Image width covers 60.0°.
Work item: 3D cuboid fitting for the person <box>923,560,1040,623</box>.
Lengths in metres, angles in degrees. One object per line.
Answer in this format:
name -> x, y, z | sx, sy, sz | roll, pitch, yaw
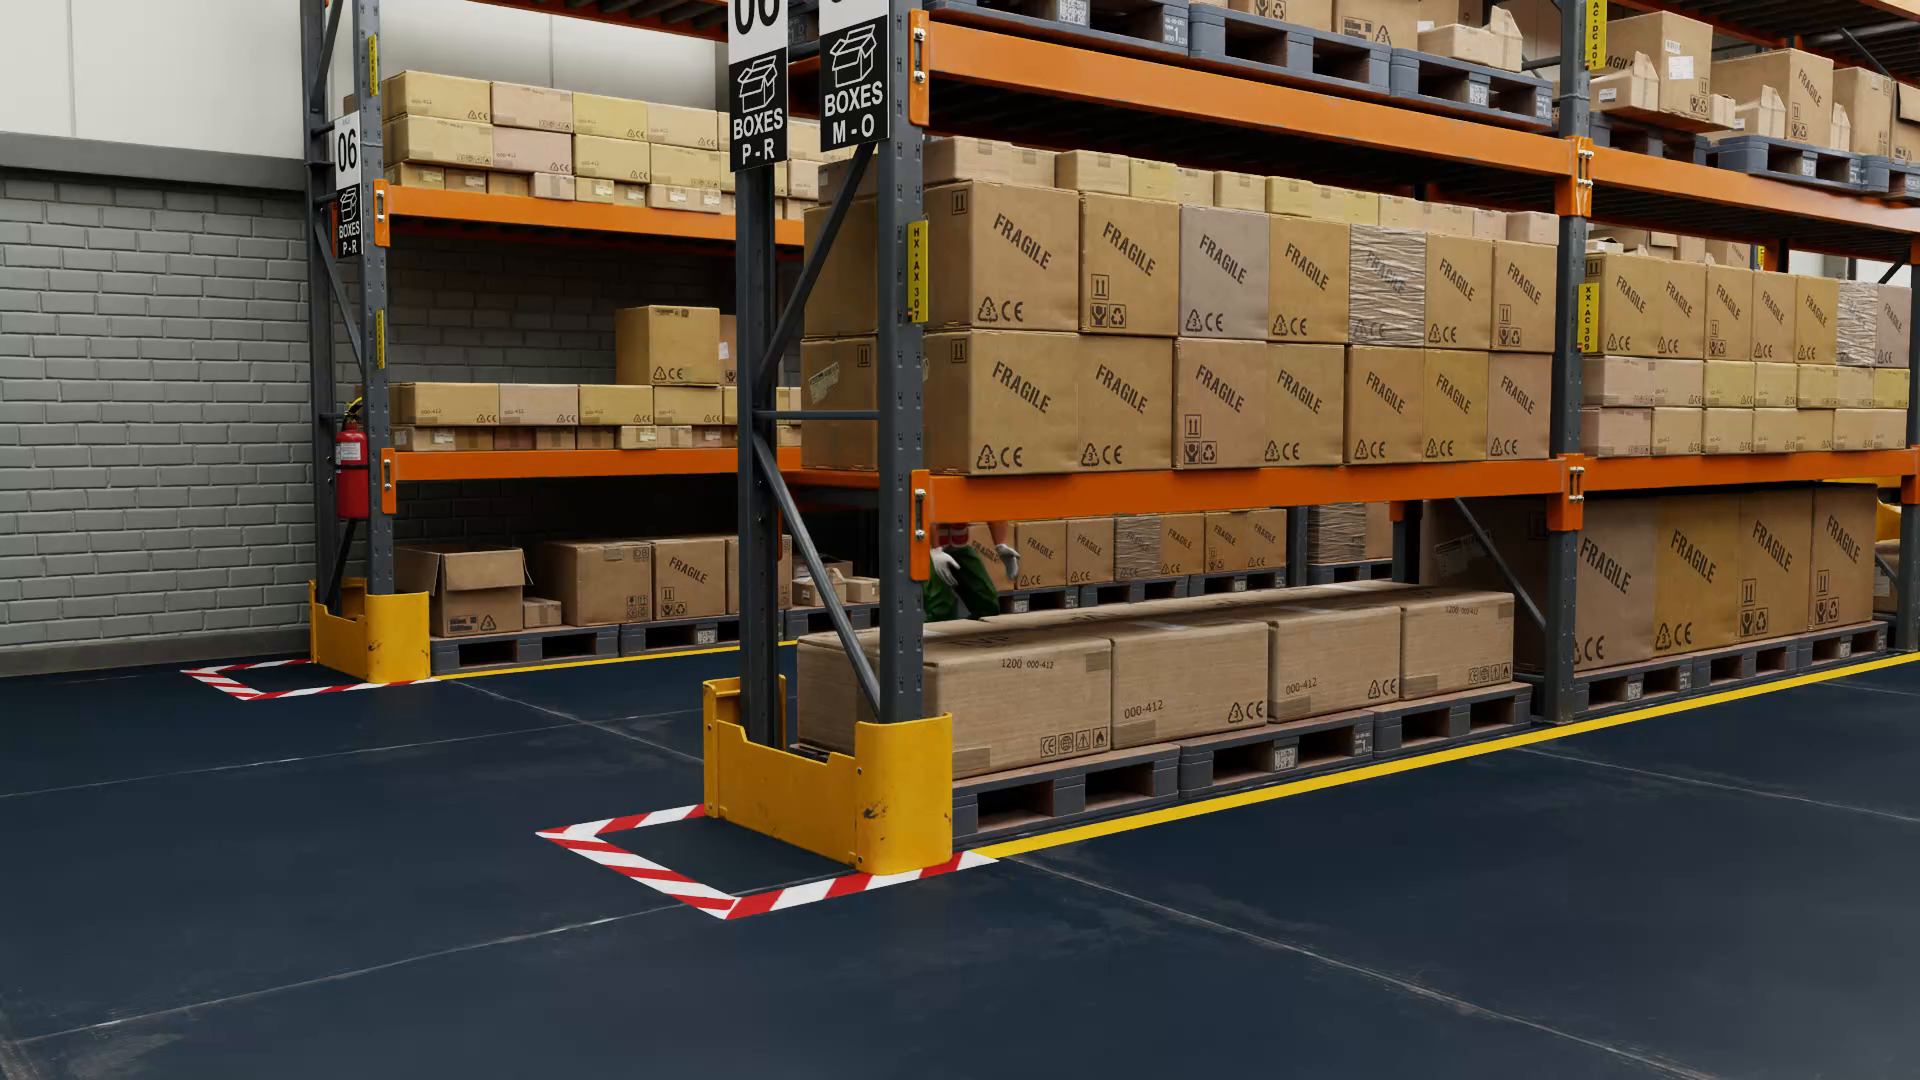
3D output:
person -> 0.047, 0.503, 8.758 | 0.527, 0.825, 0.944 | -4, 6, -40
